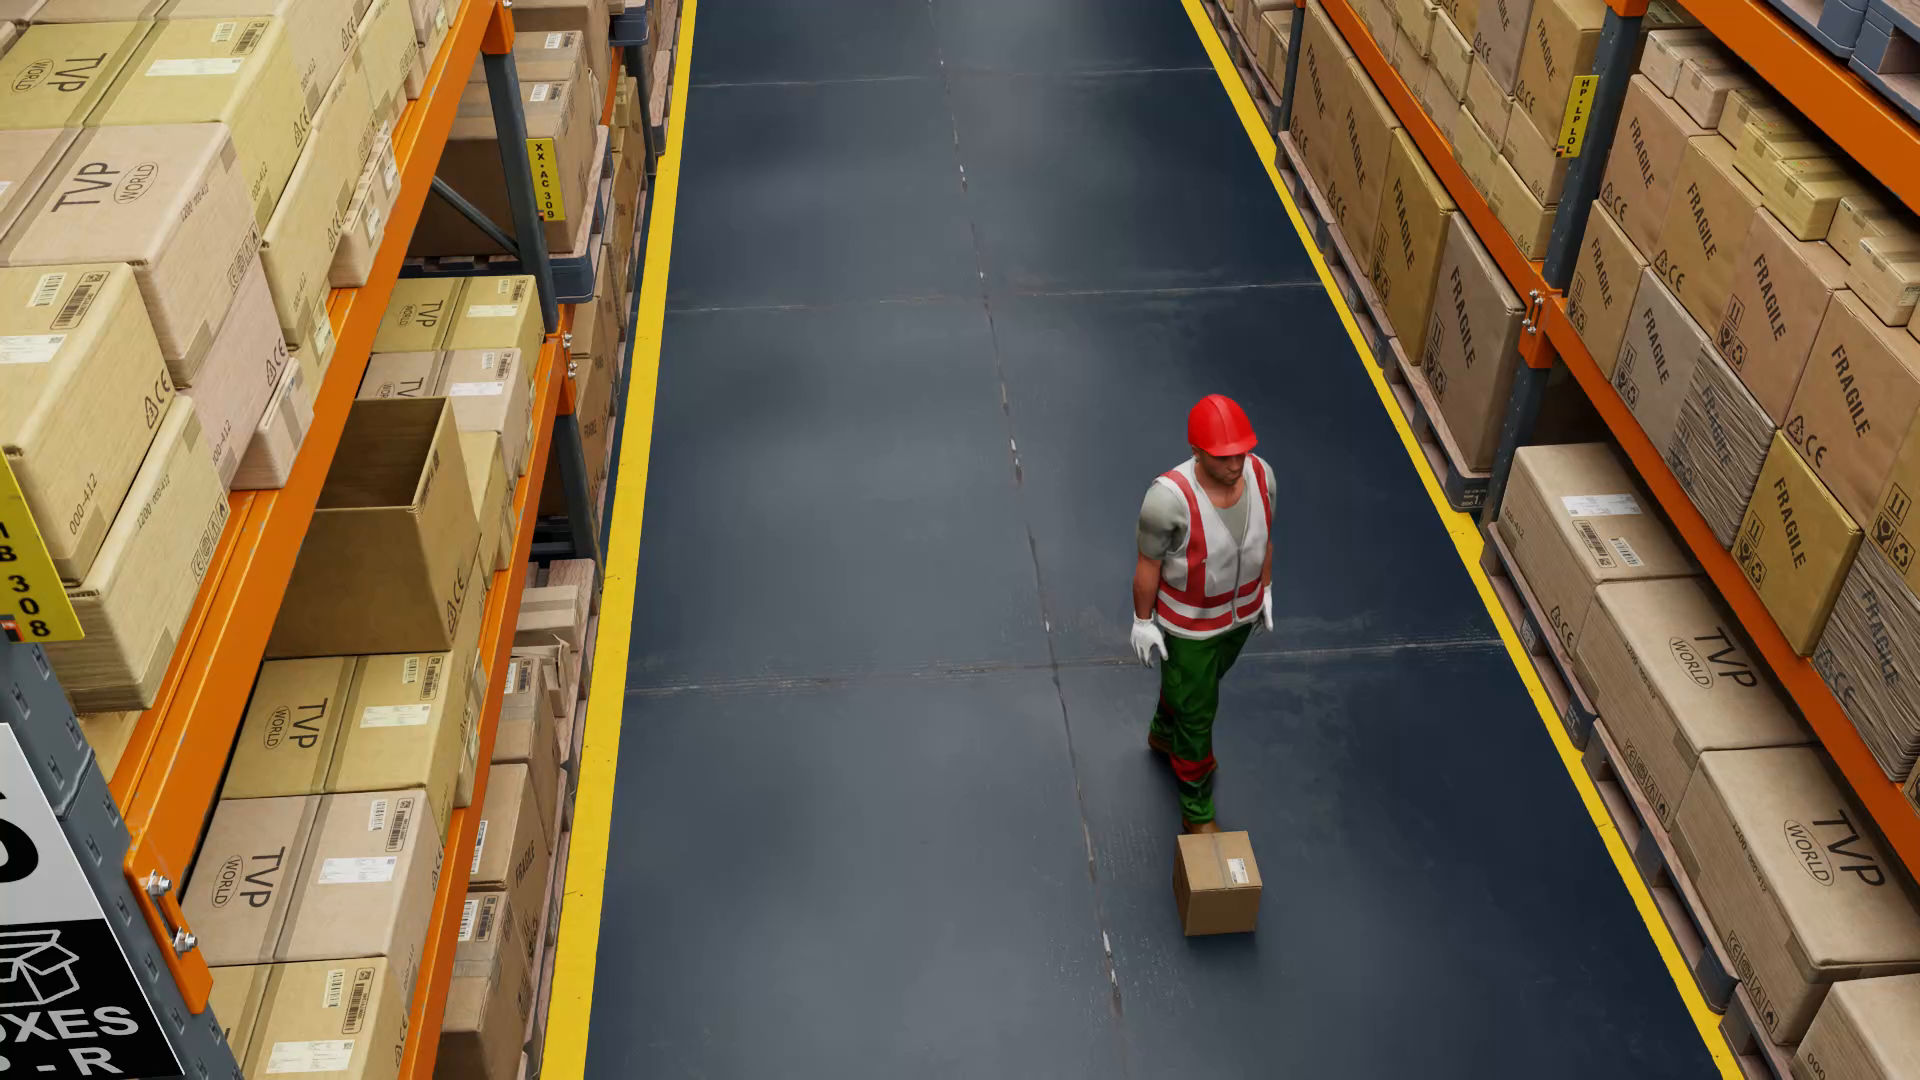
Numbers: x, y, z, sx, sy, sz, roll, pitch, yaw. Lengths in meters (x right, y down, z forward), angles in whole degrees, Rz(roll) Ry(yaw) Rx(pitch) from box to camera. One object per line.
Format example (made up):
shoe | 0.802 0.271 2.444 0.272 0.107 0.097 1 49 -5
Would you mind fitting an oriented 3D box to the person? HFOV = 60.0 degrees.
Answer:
person | 0.852 0.277 5.765 0.578 1.790 0.433 -8 39 -9
